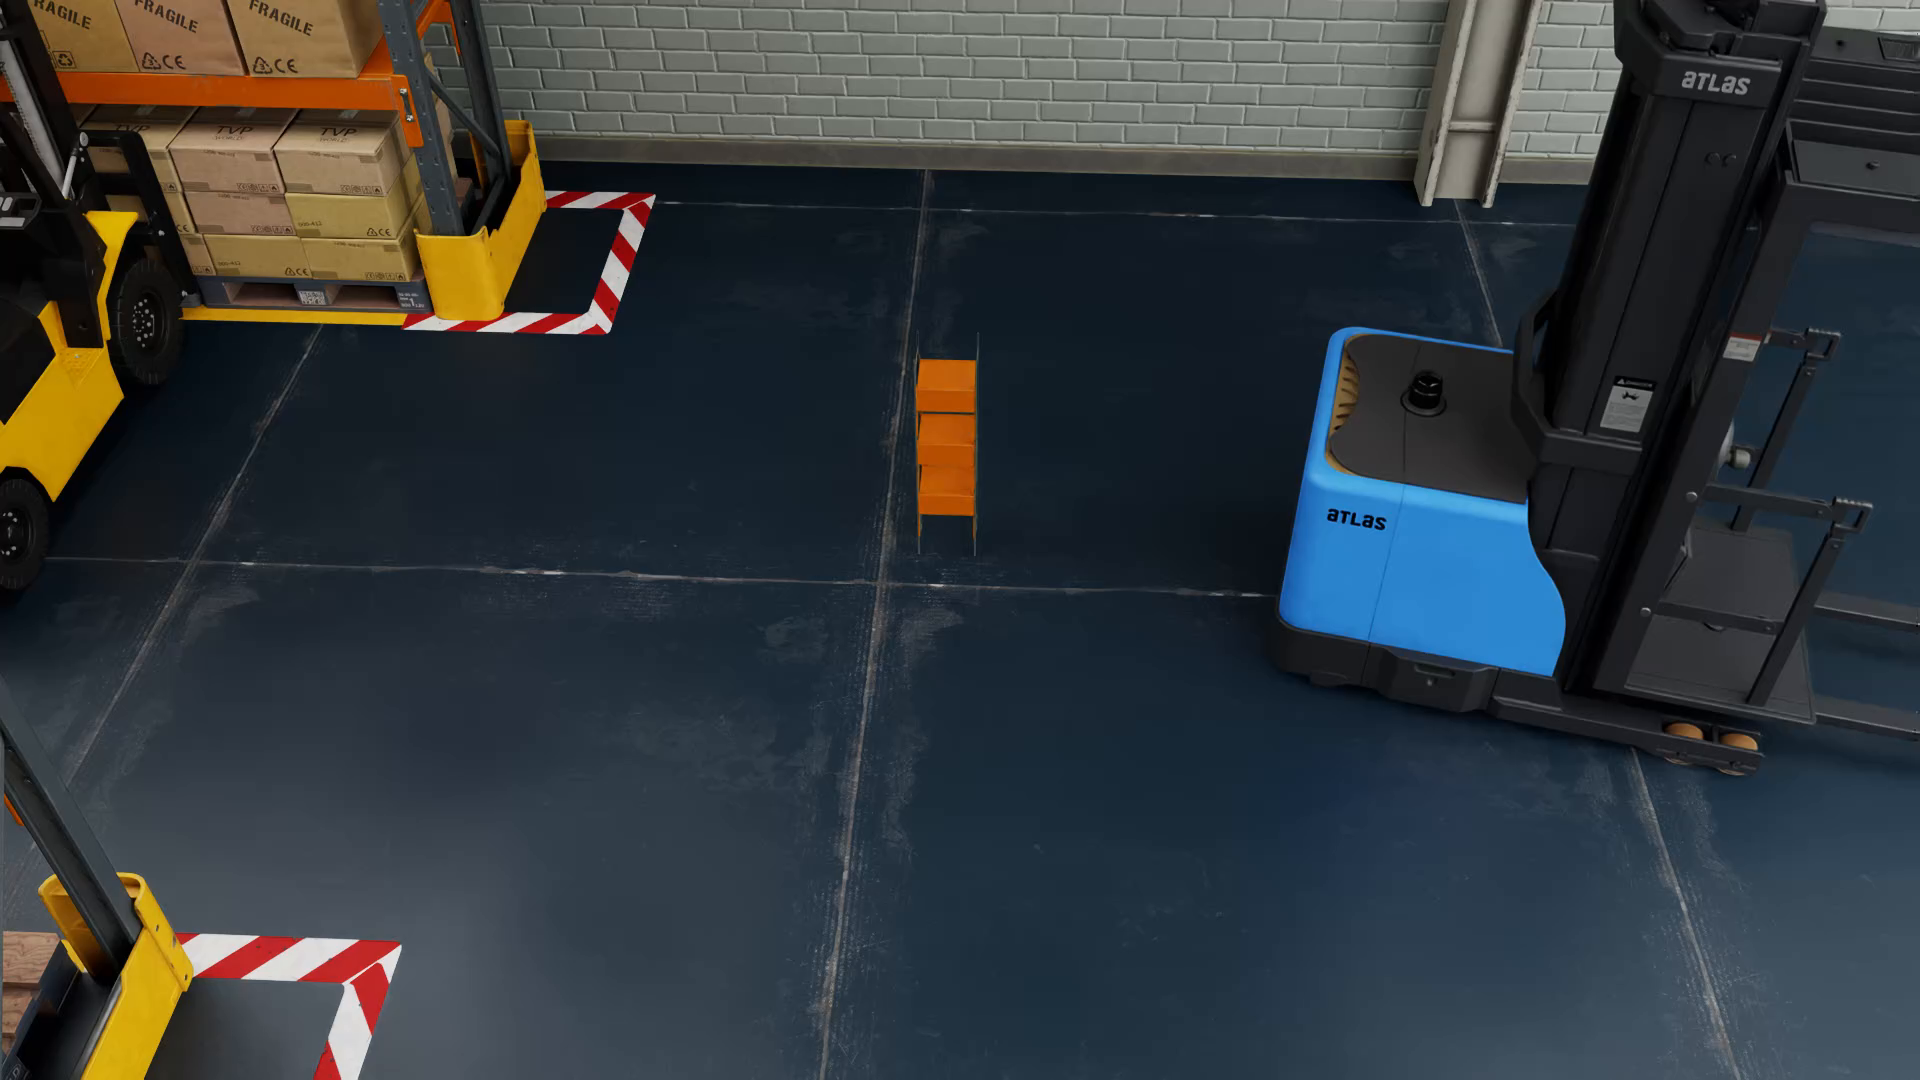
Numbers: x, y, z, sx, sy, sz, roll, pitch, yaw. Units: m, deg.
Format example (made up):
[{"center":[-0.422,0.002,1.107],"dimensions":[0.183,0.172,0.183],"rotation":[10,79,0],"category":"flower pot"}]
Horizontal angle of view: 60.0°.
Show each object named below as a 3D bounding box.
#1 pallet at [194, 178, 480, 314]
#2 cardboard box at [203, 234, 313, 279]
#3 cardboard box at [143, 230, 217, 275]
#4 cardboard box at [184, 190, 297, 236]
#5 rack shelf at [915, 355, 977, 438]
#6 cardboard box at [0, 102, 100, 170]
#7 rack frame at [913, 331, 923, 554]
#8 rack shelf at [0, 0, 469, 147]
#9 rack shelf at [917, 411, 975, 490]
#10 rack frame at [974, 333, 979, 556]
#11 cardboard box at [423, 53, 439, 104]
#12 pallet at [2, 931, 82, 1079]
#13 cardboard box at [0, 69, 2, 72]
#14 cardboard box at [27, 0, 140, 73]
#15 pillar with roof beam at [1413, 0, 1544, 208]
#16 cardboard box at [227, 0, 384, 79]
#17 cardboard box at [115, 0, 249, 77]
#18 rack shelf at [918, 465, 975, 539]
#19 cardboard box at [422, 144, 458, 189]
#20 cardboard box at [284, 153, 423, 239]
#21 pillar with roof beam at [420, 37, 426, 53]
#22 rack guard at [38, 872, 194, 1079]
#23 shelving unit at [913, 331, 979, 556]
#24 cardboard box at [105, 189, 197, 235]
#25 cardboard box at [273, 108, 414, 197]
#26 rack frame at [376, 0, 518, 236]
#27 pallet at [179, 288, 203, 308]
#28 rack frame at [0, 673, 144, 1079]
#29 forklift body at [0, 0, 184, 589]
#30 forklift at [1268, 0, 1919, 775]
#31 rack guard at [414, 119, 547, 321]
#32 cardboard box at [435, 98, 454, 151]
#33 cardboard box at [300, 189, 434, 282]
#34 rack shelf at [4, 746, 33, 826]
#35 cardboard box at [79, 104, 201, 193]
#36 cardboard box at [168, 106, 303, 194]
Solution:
[{"center":[-3.307,-1.599,8.897],"dimensions":[1.213,0.211,1.003],"rotation":[2,43,2],"category":"pallet"},{"center":[-3.521,-1.593,8.554],"dimensions":[0.500,0.250,0.500],"rotation":[2,43,2],"category":"cardboard box"},{"center":[-4.020,-1.615,8.577],"dimensions":[0.500,0.250,0.500],"rotation":[2,43,2],"category":"cardboard box"},{"center":[-3.542,-1.780,8.388],"dimensions":[0.500,0.250,0.500],"rotation":[1,43,1],"category":"cardboard box"},{"center":[-0.053,-0.586,6.793],"dimensions":[0.240,0.259,0.215],"rotation":[2,43,2],"category":"rack shelf"},{"center":[-4.535,-1.981,8.237],"dimensions":[0.500,0.250,0.500],"rotation":[1,43,1],"category":"cardboard box"},{"center":[-0.175,-0.390,6.983],"dimensions":[0.008,1.050,0.200],"rotation":[2,43,2],"category":"rack frame"},{"center":[-4.539,-2.423,8.263],"dimensions":[4.000,0.370,1.077],"rotation":[2,43,2],"category":"rack shelf"},{"center":[-0.053,-0.378,6.986],"dimensions":[0.240,0.259,0.215],"rotation":[2,43,2],"category":"rack shelf"},{"center":[0.068,-0.382,6.975],"dimensions":[0.008,1.050,0.200],"rotation":[2,43,2],"category":"rack frame"},{"center":[-3.012,-2.282,8.560],"dimensions":[0.500,0.250,0.500],"rotation":[1,43,1],"category":"cardboard box"},{"center":[-3.646,1.724,5.329],"dimensions":[1.213,0.211,1.003],"rotation":[2,43,2],"category":"pallet"},{"center":[-4.577,-2.543,7.791],"dimensions":[0.500,0.500,0.500],"rotation":[2,43,2],"category":"cardboard box"},{"center":[-4.074,-2.535,7.783],"dimensions":[0.500,0.500,0.500],"rotation":[1,43,1],"category":"cardboard box"},{"center":[2.604,-2.339,3.245],"dimensions":[0.400,9.000,9.100],"rotation":[2,43,2],"category":"pillar with roof beam"},{"center":[-3.044,-2.497,7.742],"dimensions":[0.500,0.500,0.500],"rotation":[1,43,1],"category":"cardboard box"},{"center":[-3.562,-2.520,7.766],"dimensions":[0.500,0.500,0.500],"rotation":[3,43,3],"category":"cardboard box"},{"center":[-0.053,-0.175,7.176],"dimensions":[0.240,0.259,0.215],"rotation":[2,43,2],"category":"rack shelf"},{"center":[-3.023,-1.920,8.905],"dimensions":[0.500,0.250,0.500],"rotation":[2,43,2],"category":"cardboard box"},{"center":[-3.041,-1.757,8.363],"dimensions":[0.500,0.250,0.500],"rotation":[1,43,1],"category":"cardboard box"},{"center":[-3.390,-2.523,3.442],"dimensions":[0.400,9.000,9.100],"rotation":[2,43,2],"category":"pillar with roof beam"},{"center":[-2.836,1.668,5.178],"dimensions":[0.348,0.500,1.175],"rotation":[2,43,2],"category":"rack guard"},{"center":[-0.053,-0.386,6.979],"dimensions":[0.252,1.050,0.215],"rotation":[2,43,2],"category":"shelving unit"},{"center":[-4.058,-1.781,8.389],"dimensions":[0.500,0.250,0.500],"rotation":[1,43,1],"category":"cardboard box"},{"center":[-3.015,-1.940,8.193],"dimensions":[0.500,0.250,0.500],"rotation":[3,43,3],"category":"cardboard box"},{"center":[-2.541,-2.625,7.952],"dimensions":[0.127,3.000,1.000],"rotation":[2,43,2],"category":"rack frame"},{"center":[-4.522,-1.639,8.939],"dimensions":[1.213,0.211,1.003],"rotation":[2,43,2],"category":"pallet"},{"center":[-2.761,0.755,4.324],"dimensions":[0.127,3.000,1.000],"rotation":[2,43,2],"category":"rack frame"},{"center":[-4.517,-1.130,6.970],"dimensions":[1.214,2.155,2.313],"rotation":[2,43,2],"category":"forklift body"},{"center":[2.822,-0.578,5.805],"dimensions":[3.031,2.935,1.130],"rotation":[11,44,11],"category":"forklift"},{"center":[-2.517,-1.709,8.803],"dimensions":[0.348,0.500,1.175],"rotation":[2,43,2],"category":"rack guard"},{"center":[-3.001,-2.111,8.743],"dimensions":[0.500,0.250,0.500],"rotation":[2,43,3],"category":"cardboard box"},{"center":[-3.024,-1.571,8.531],"dimensions":[0.500,0.250,0.500],"rotation":[2,43,2],"category":"cardboard box"},{"center":[-4.758,0.957,4.635],"dimensions":[4.000,0.370,1.077],"rotation":[2,43,2],"category":"rack shelf"},{"center":[-4.030,-1.960,8.215],"dimensions":[0.500,0.250,0.500],"rotation":[2,43,2],"category":"cardboard box"},{"center":[-3.525,-1.951,8.205],"dimensions":[0.500,0.250,0.500],"rotation":[2,43,3],"category":"cardboard box"}]
